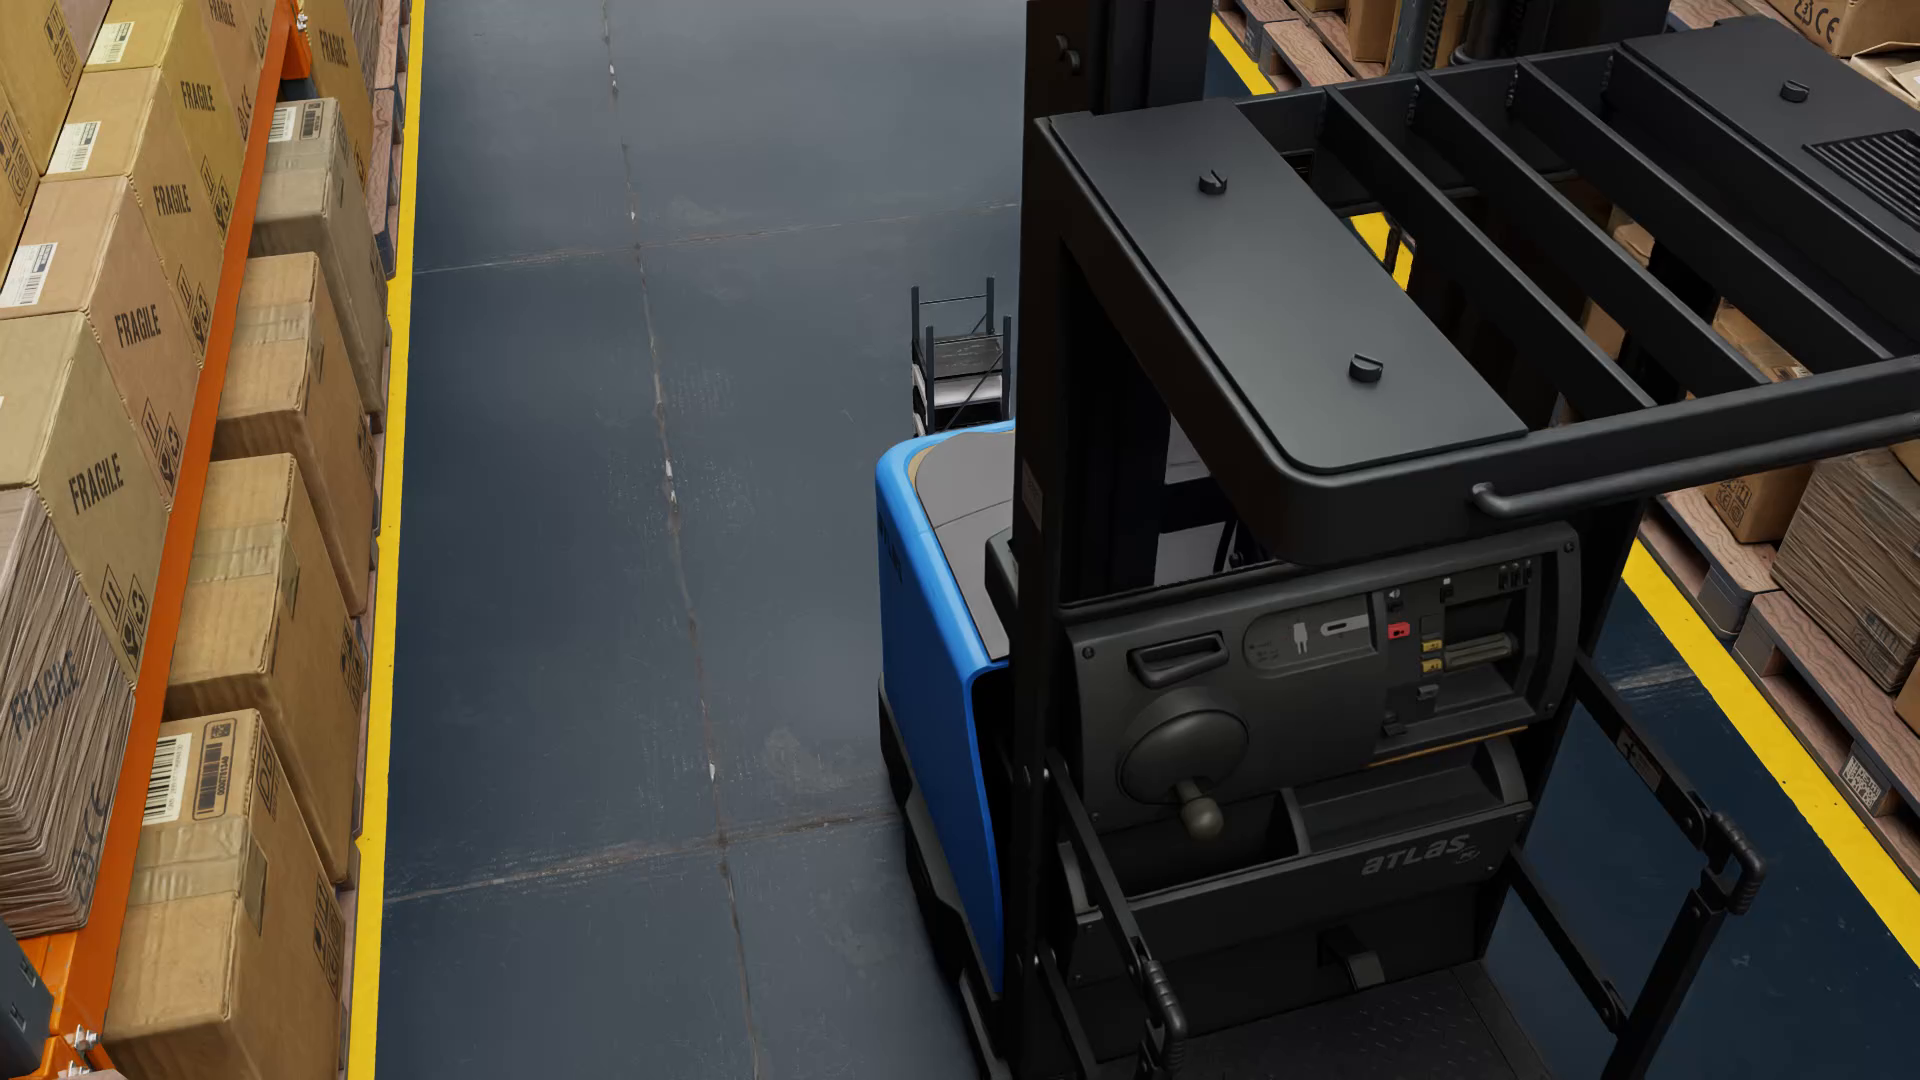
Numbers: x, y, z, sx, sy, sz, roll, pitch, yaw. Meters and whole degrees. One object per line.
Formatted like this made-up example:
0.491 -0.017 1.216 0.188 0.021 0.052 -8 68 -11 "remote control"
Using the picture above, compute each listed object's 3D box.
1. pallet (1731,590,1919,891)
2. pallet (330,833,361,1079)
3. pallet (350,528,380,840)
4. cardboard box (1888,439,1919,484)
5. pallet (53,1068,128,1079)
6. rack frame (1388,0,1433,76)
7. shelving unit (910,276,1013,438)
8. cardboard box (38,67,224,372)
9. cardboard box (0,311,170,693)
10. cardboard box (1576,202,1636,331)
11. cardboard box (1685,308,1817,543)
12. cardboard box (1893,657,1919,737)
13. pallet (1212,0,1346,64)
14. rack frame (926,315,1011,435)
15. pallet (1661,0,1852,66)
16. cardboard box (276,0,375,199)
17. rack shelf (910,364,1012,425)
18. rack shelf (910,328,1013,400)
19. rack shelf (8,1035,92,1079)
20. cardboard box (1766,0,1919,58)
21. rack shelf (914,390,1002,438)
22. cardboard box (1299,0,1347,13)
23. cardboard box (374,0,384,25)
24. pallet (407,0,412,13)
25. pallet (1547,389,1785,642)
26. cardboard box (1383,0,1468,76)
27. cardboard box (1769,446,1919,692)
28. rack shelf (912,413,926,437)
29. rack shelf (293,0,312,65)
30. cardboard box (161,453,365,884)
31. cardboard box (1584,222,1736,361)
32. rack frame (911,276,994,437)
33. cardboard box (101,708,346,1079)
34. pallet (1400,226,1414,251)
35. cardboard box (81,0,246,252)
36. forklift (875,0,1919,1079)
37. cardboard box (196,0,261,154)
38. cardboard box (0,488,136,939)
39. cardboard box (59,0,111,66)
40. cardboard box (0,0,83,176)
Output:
10.684 1.291 3.636 15.783 0.211 6.755 -8 42 -9 "pallet"
-1.924 1.184 3.757 1.003 0.211 1.213 -8 42 -9 "pallet"
-2.184 0.395 4.646 1.003 0.211 1.213 -8 42 -9 "pallet"
2.739 -0.265 4.275 0.500 0.250 0.500 -4 42 -4 "cardboard box"
-1.569 1.182 1.804 1.213 0.211 1.003 -8 42 -9 "pallet"
2.174 -2.575 5.891 1.000 3.000 0.127 -8 42 -9 "rack frame"
-6.490 -2.152 5.269 12.311 3.194 5.845 -8 42 -9 "shelving unit"
-1.987 -0.683 3.685 0.500 0.500 0.500 -9 42 -10 "cardboard box"
-1.773 -0.033 2.952 0.500 0.500 0.500 -9 42 -10 "cardboard box"
2.370 -1.092 5.772 0.700 0.500 0.500 -9 42 -10 "cardboard box"
2.612 -0.367 4.956 0.700 0.500 0.500 -5 42 -6 "cardboard box"
2.873 0.357 4.140 0.700 0.500 0.500 -10 43 -12 "cardboard box"
1.728 -2.755 8.194 1.003 0.211 1.213 -8 42 -9 "pallet"
0.024 -0.265 4.871 0.240 0.900 0.006 -8 42 -9 "rack frame"
2.570 -1.188 4.473 1.003 0.211 1.213 -8 42 -9 "pallet"
-2.758 -1.710 6.201 0.875 0.875 0.875 -8 42 -9 "cardboard box"
0.002 -0.441 4.848 0.258 0.077 0.200 -8 42 -9 "rack shelf"
-6.491 -2.396 5.055 12.311 2.546 5.840 -8 42 -9 "rack shelf"
-1.396 2.229 1.022 1.077 0.370 4.000 -8 42 -9 "rack shelf"
2.639 -1.660 4.466 0.797 0.503 0.637 -4 42 -5 "cardboard box"
0.002 -0.304 4.969 0.258 0.252 0.200 -8 42 -9 "rack shelf"
1.785 -2.823 7.738 0.500 0.500 0.500 -12 43 -13 "cardboard box"
-3.151 -2.885 7.524 0.875 0.875 0.875 -9 42 -10 "cardboard box"
-3.305 -2.972 8.440 1.003 0.211 1.213 -8 42 -9 "pallet"
2.611 -0.235 5.356 1.003 0.211 1.213 -8 42 -9 "pallet"
2.127 -2.062 6.880 0.500 0.500 0.500 -10 42 -11 "cardboard box"
2.741 -0.001 4.543 0.700 0.500 0.500 -12 43 -13 "cardboard box"
0.002 -0.306 4.967 0.258 0.077 0.200 -8 42 -9 "rack shelf"
-3.122 -2.957 6.864 1.077 0.370 4.000 -8 42 -9 "rack shelf"
-2.063 0.374 3.948 1.050 0.750 0.750 -8 42 -9 "cardboard box"
2.491 -0.729 5.363 0.700 0.500 0.500 -12 43 -13 "cardboard box"
-0.020 -0.397 5.020 0.240 0.900 0.006 -8 42 -9 "rack frame"
-0.293 -1.175 5.324 5.455 1.239 5.693 -9 42 -10 "cardboard box"
2.344 -1.028 6.249 1.003 0.211 1.213 -8 42 -9 "pallet"
-2.099 -1.012 4.055 0.500 0.500 0.500 -8 42 -9 "cardboard box"
4.103 -0.214 3.283 8.118 2.935 3.443 -11 43 -12 "forklift"
-2.208 -1.340 4.424 0.500 0.500 0.500 -9 42 -10 "cardboard box"
-1.661 0.296 2.582 0.500 0.500 0.500 -8 42 -9 "cardboard box"
-2.356 -1.359 3.693 0.700 0.500 0.500 -8 42 -9 "cardboard box"
-2.248 -1.032 3.324 0.700 0.500 0.500 -9 42 -10 "cardboard box"
